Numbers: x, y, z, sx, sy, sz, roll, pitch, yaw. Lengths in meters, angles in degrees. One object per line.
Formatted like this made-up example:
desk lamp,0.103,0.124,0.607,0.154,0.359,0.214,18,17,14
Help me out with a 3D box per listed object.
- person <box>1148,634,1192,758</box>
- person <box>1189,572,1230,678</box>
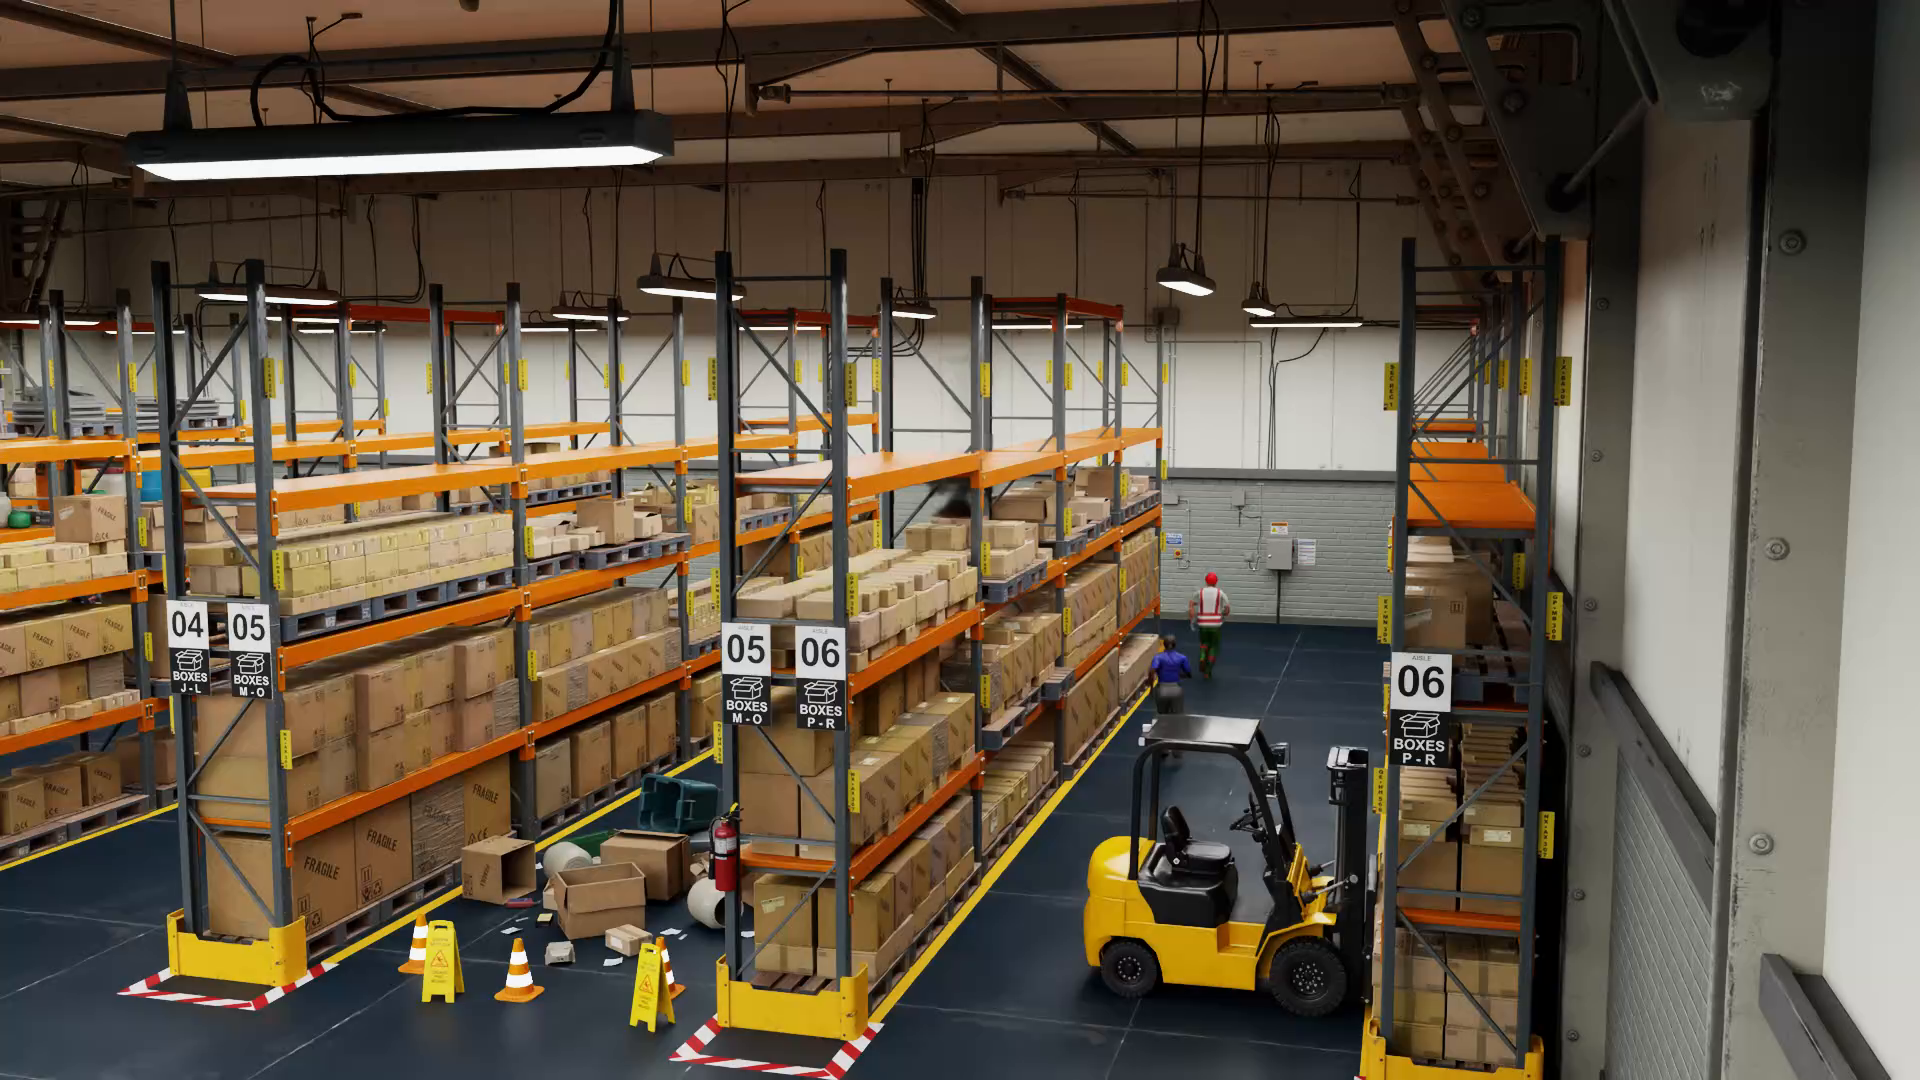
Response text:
person,2.737,2.049,21.705,0.583,1.630,0.855,0,6,3
person,4.134,1.401,27.533,0.673,1.746,0.604,1,6,14
